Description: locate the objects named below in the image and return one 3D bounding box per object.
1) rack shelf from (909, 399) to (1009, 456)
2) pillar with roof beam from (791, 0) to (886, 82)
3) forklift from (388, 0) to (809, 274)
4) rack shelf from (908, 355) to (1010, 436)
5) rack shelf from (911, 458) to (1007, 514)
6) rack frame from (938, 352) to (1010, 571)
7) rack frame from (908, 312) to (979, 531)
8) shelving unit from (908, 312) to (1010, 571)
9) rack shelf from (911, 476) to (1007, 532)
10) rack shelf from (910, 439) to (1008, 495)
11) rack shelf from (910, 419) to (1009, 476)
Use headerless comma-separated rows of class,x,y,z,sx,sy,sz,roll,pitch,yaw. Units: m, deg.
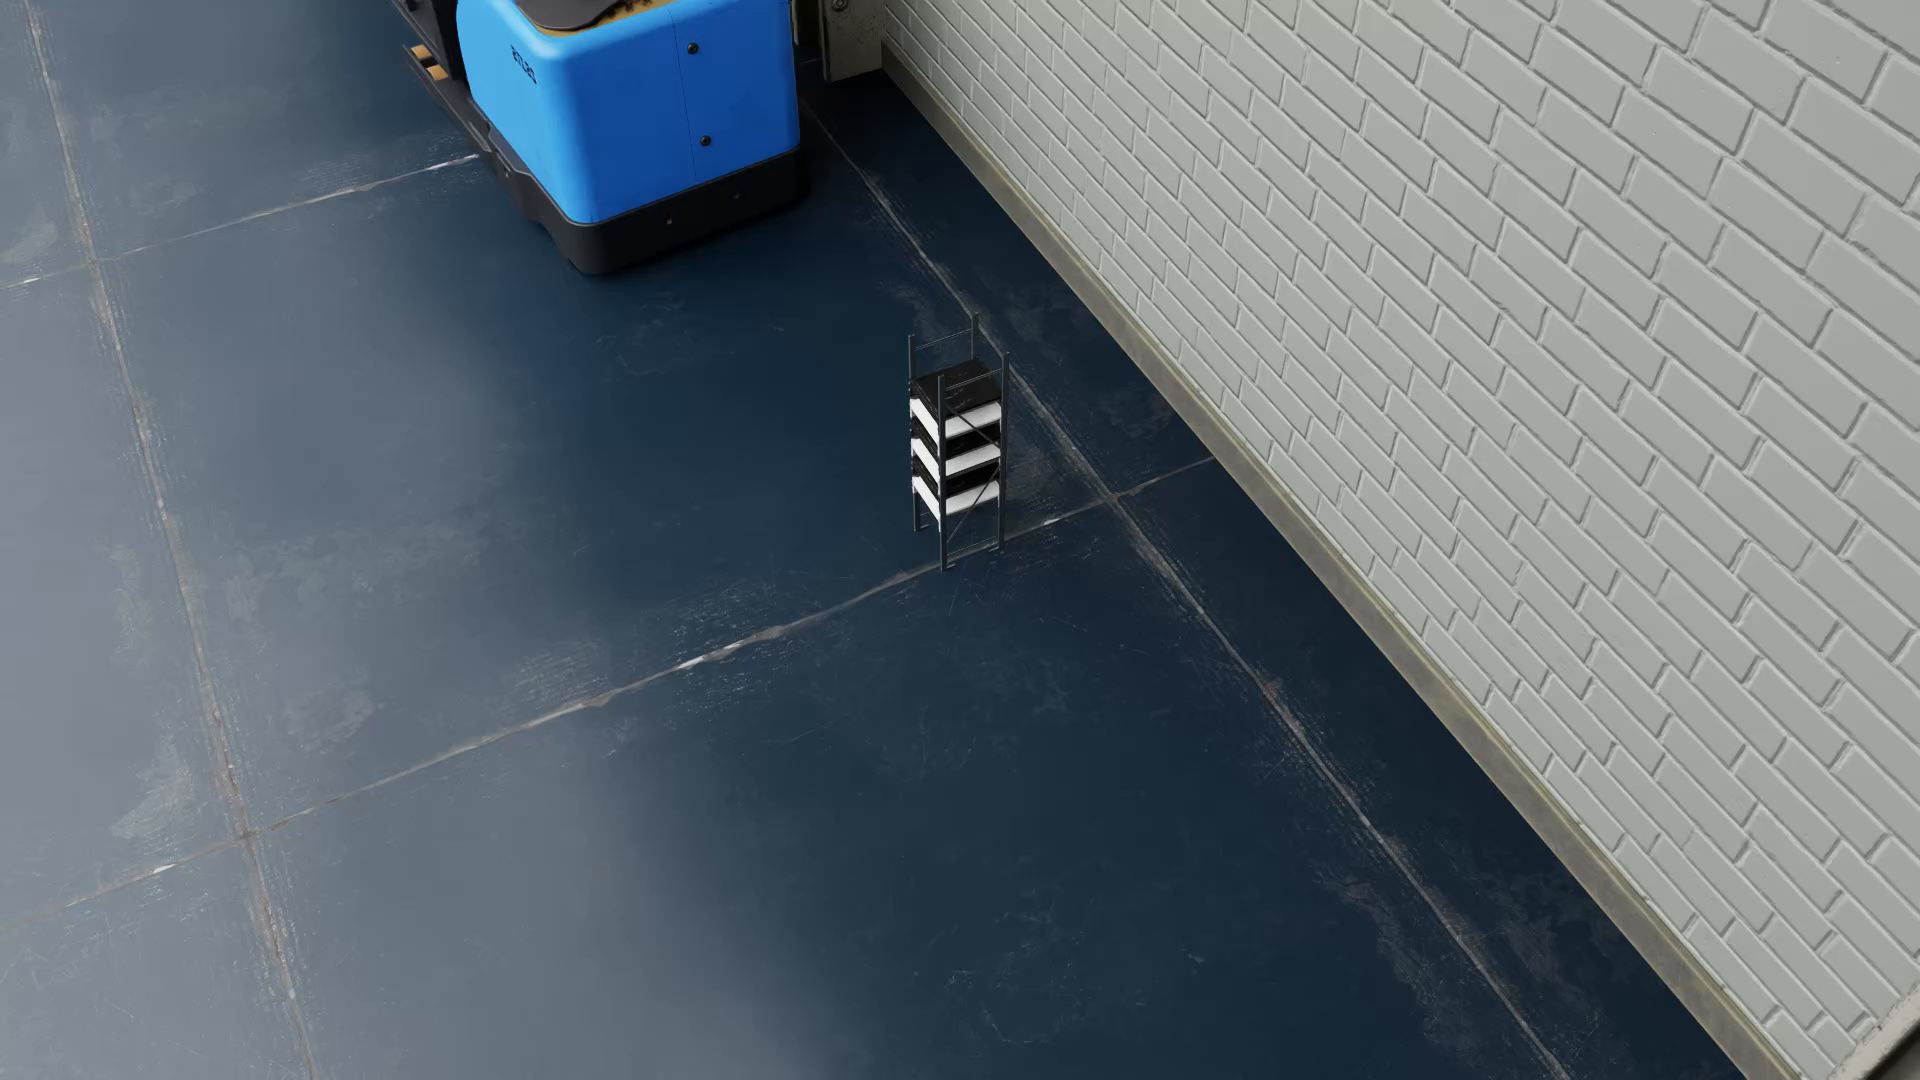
rack shelf,-0.004,-0.398,5.306,0.258,0.077,0.200,-21,52,-18
pillar with roof beam,-4.382,-3.747,3.049,9.100,9.000,0.400,-21,52,-18
forklift,-1.858,-3.106,6.519,1.130,2.935,3.031,-26,54,-21
rack shelf,-0.004,-0.458,5.238,0.258,0.077,0.200,-21,52,-18
rack shelf,-0.004,-0.220,5.509,0.258,0.077,0.200,-21,52,-18
rack frame,0.043,-0.234,5.357,0.240,0.900,0.006,-21,52,-18
rack frame,-0.050,-0.370,5.476,0.240,0.900,0.006,-21,52,-18
shelving unit,-0.004,-0.302,5.416,0.258,0.900,0.210,-21,52,-18
rack shelf,-0.004,-0.161,5.577,0.258,0.077,0.200,-21,52,-18
rack shelf,-0.004,-0.280,5.441,0.258,0.077,0.200,-21,52,-18
rack shelf,-0.004,-0.339,5.373,0.258,0.077,0.200,-21,52,-18
